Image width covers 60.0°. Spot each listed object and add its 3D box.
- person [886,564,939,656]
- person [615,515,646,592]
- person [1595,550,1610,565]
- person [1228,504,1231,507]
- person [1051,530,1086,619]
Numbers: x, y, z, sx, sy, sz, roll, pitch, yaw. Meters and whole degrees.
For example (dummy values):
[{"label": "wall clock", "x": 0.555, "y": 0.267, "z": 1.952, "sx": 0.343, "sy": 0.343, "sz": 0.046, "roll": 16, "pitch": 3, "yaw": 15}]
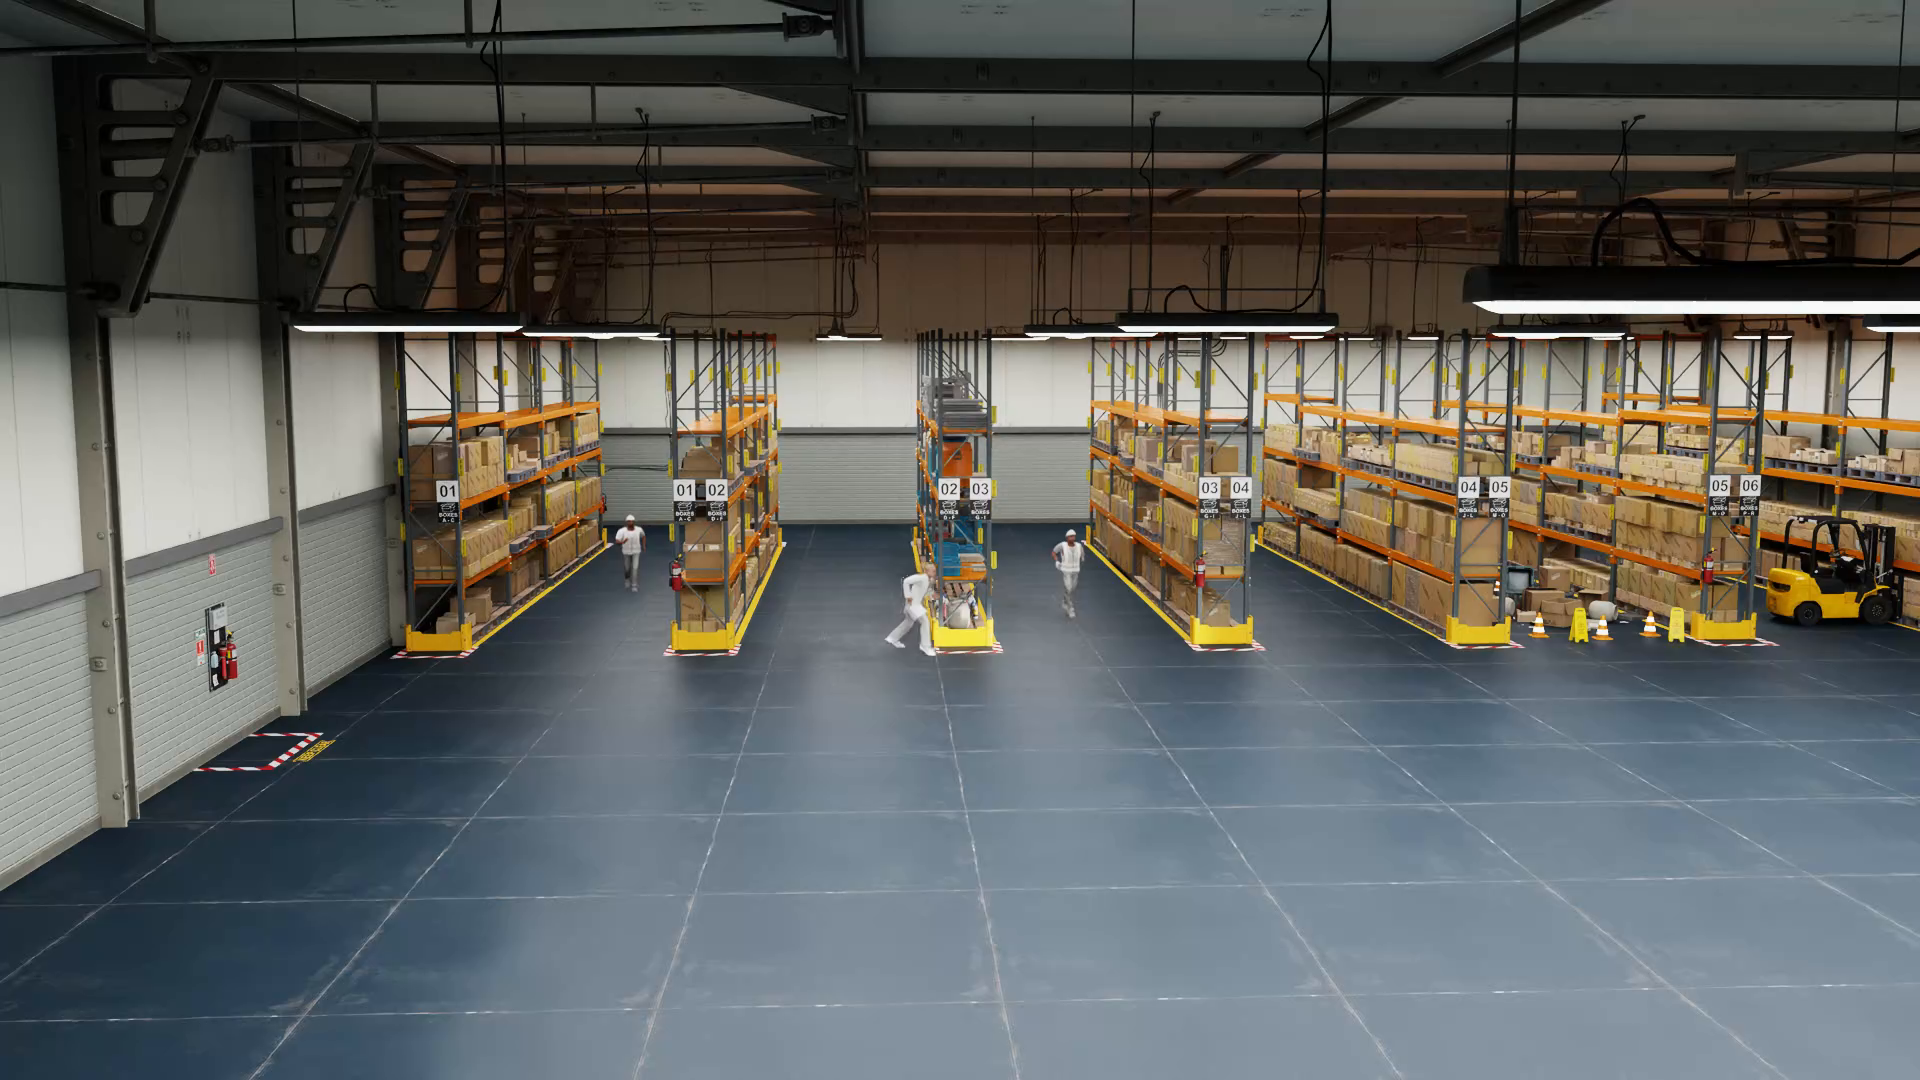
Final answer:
[{"label": "person", "x": -0.903, "y": 1.290, "z": 30.794, "sx": 1.058, "sy": 1.744, "sz": 0.752, "roll": 3, "pitch": 7, "yaw": 25}, {"label": "person", "x": -7.572, "y": 0.294, "z": 38.265, "sx": 0.703, "sy": 1.739, "sz": 1.022, "roll": -2, "pitch": 7, "yaw": -15}, {"label": "person", "x": 16.469, "y": -0.066, "z": 42.543, "sx": 0.532, "sy": 1.598, "sz": 0.755, "roll": -2, "pitch": 7, "yaw": -16}, {"label": "person", "x": 7.665, "y": -0.618, "z": 46.455, "sx": 0.664, "sy": 1.768, "sz": 0.708, "roll": 0, "pitch": 7, "yaw": -3}, {"label": "person", "x": 2.331, "y": 0.696, "z": 35.135, "sx": 0.666, "sy": 1.837, "sz": 0.871, "roll": -3, "pitch": 7, "yaw": -21}]
